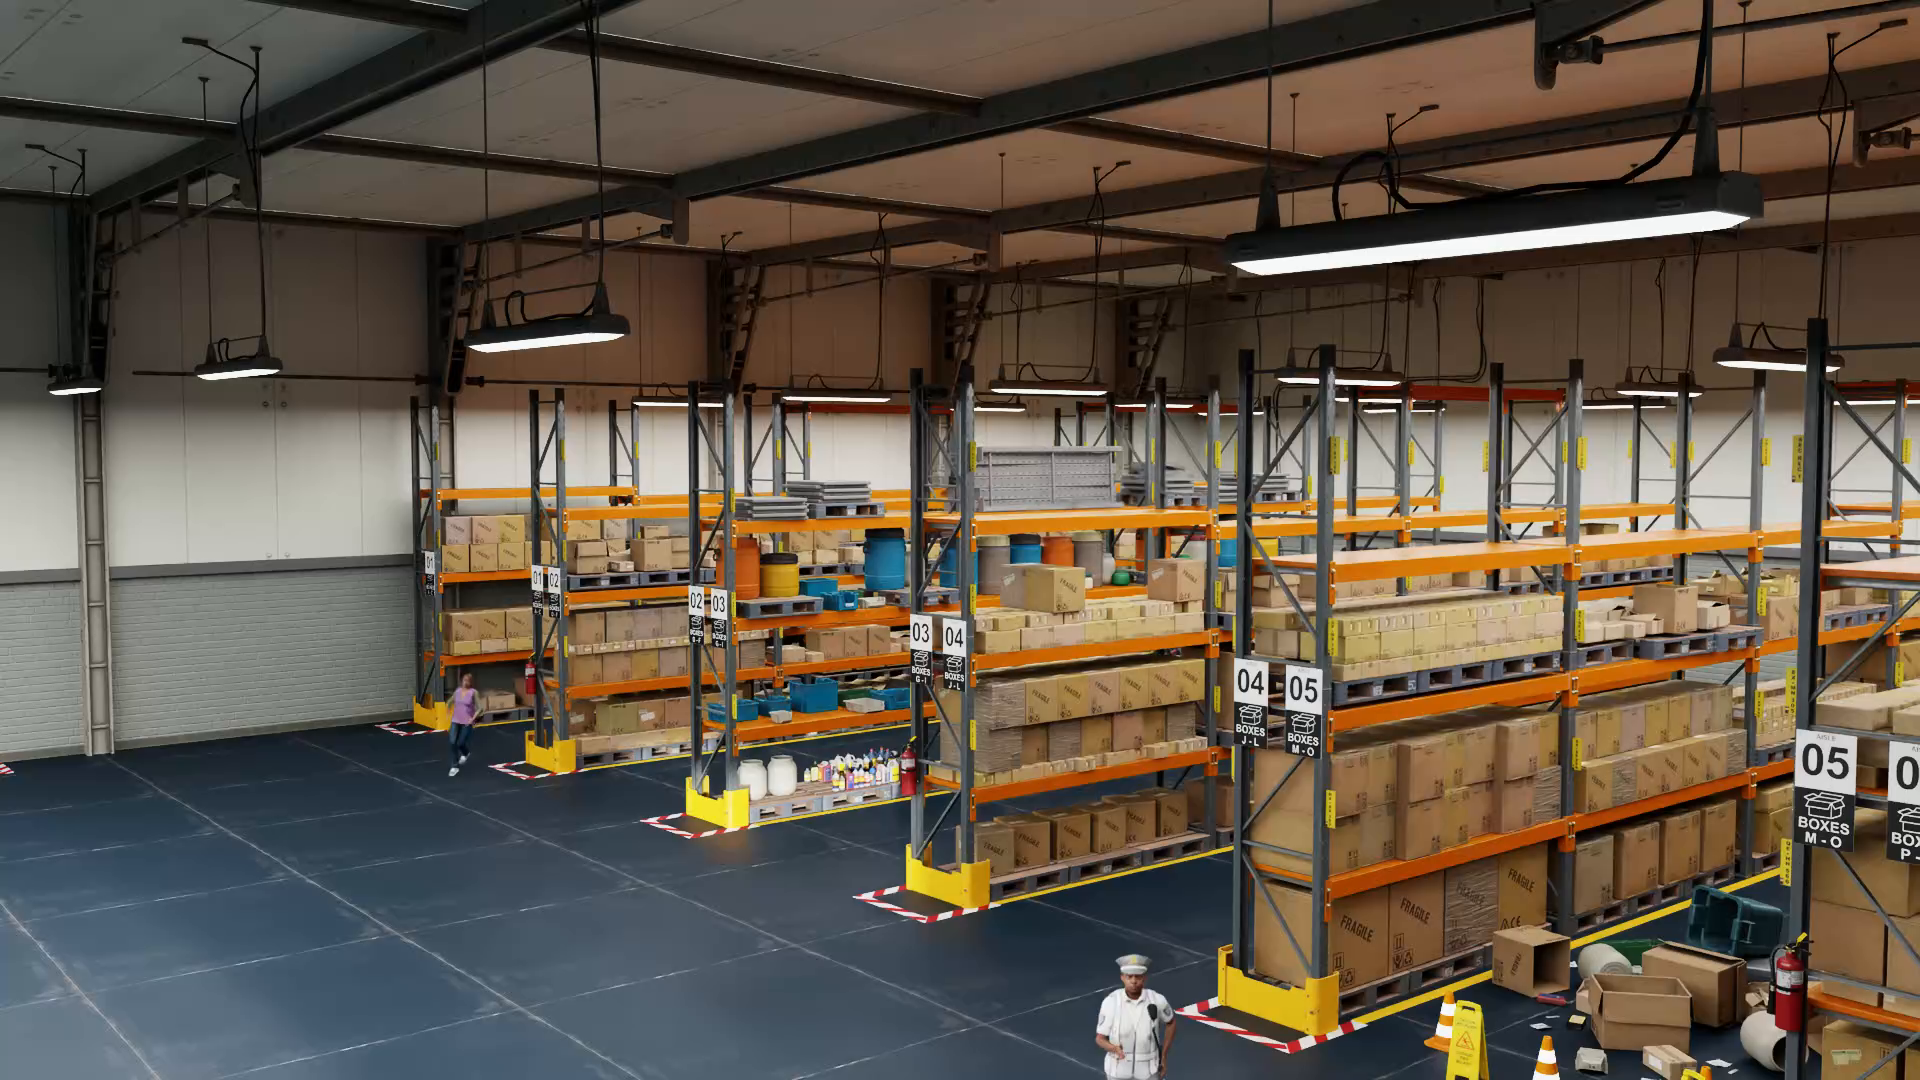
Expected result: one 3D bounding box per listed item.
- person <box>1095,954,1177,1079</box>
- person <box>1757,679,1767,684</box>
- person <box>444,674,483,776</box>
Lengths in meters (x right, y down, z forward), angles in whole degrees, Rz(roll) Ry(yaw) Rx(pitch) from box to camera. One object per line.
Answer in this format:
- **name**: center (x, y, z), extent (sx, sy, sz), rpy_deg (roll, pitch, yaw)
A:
- **person**: center (1.195, 3.661, 11.285), extent (0.556, 1.721, 0.652), rpy_deg (0, 3, 7)
- **person**: center (12.023, 2.877, 24.860), extent (0.800, 1.599, 0.621), rpy_deg (-2, 4, -29)
- **person**: center (-7.763, 2.912, 25.981), extent (0.593, 1.483, 0.592), rpy_deg (0, 3, 5)
